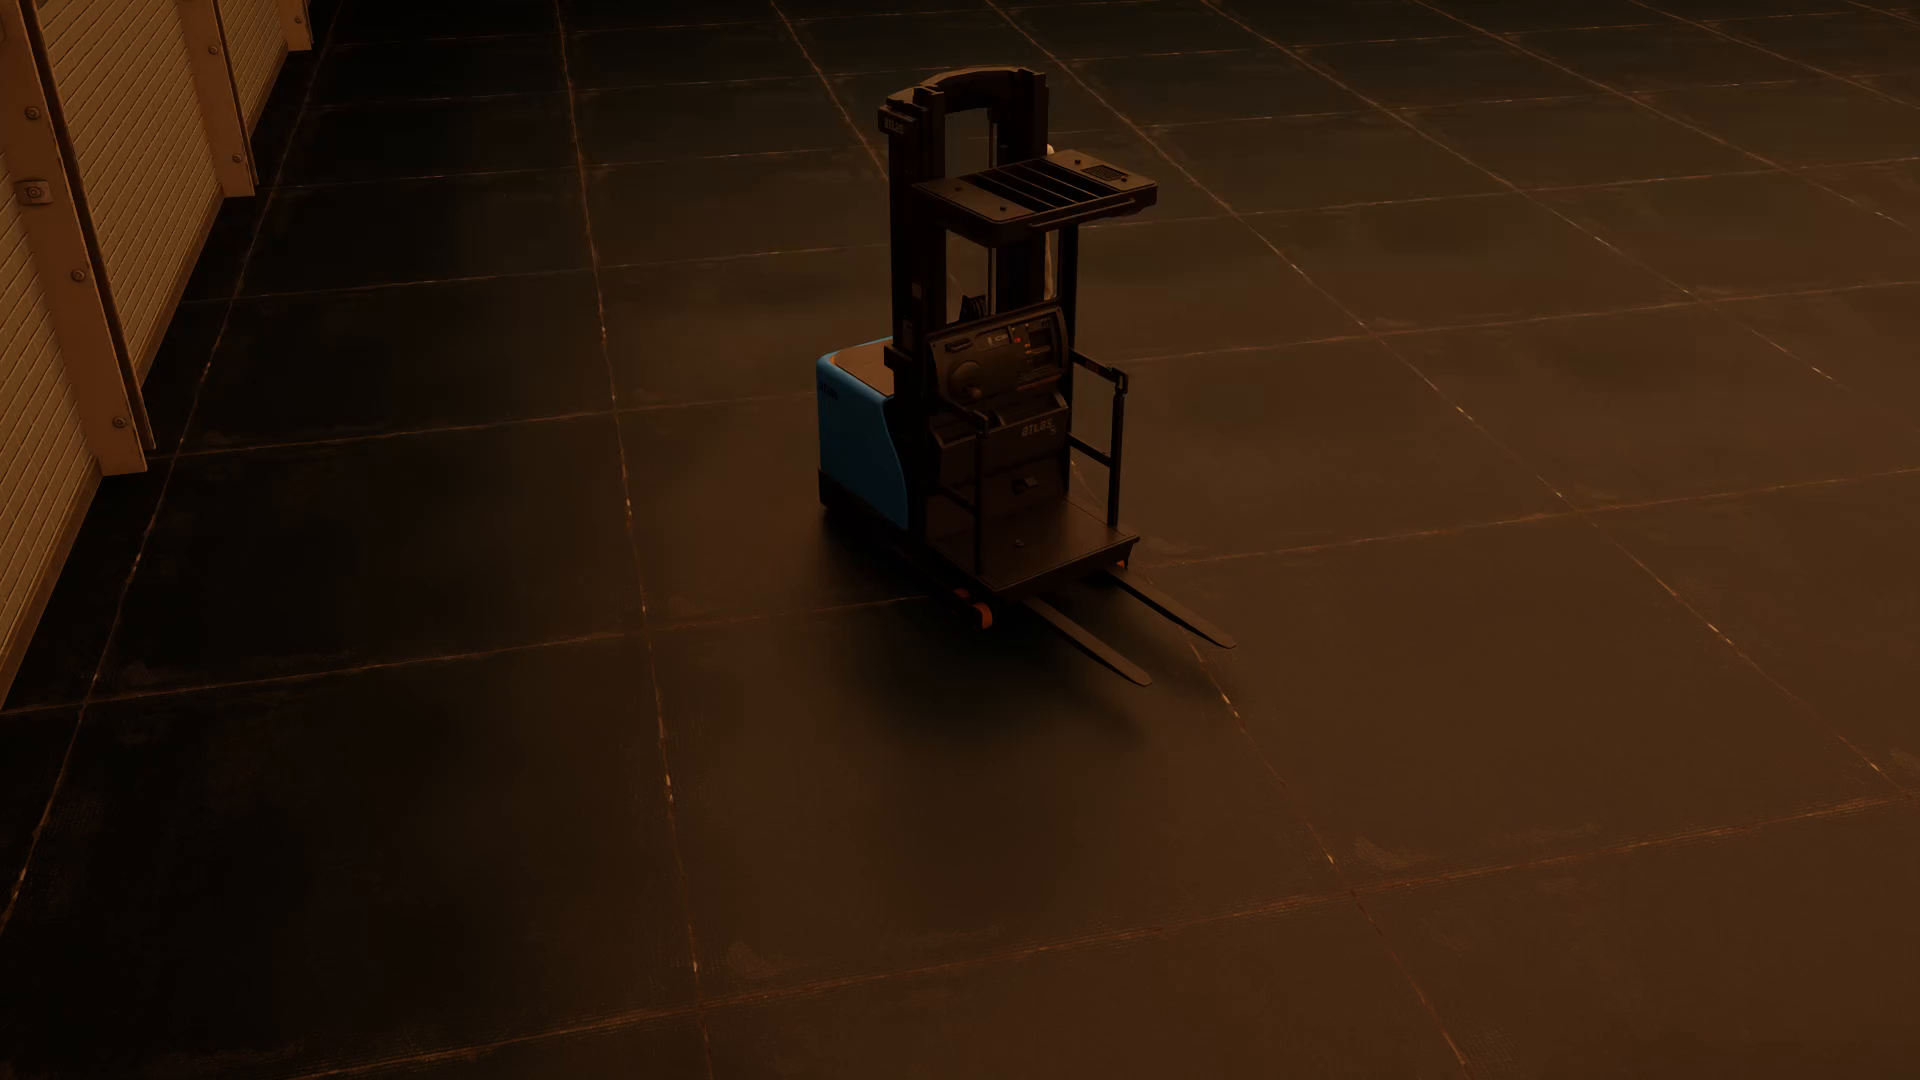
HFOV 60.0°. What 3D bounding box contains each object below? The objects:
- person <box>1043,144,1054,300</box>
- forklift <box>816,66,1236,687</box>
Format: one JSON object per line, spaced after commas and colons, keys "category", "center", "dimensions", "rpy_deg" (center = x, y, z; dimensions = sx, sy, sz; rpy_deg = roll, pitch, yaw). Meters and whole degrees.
{"category": "person", "center": [0.532, -2.687, 13.456], "dimensions": [0.550, 1.676, 0.550], "rpy_deg": [-6, 31, -11]}
{"category": "forklift", "center": [0.355, -1.021, 9.338], "dimensions": [1.130, 2.935, 3.031], "rpy_deg": [-20, 35, -30]}
